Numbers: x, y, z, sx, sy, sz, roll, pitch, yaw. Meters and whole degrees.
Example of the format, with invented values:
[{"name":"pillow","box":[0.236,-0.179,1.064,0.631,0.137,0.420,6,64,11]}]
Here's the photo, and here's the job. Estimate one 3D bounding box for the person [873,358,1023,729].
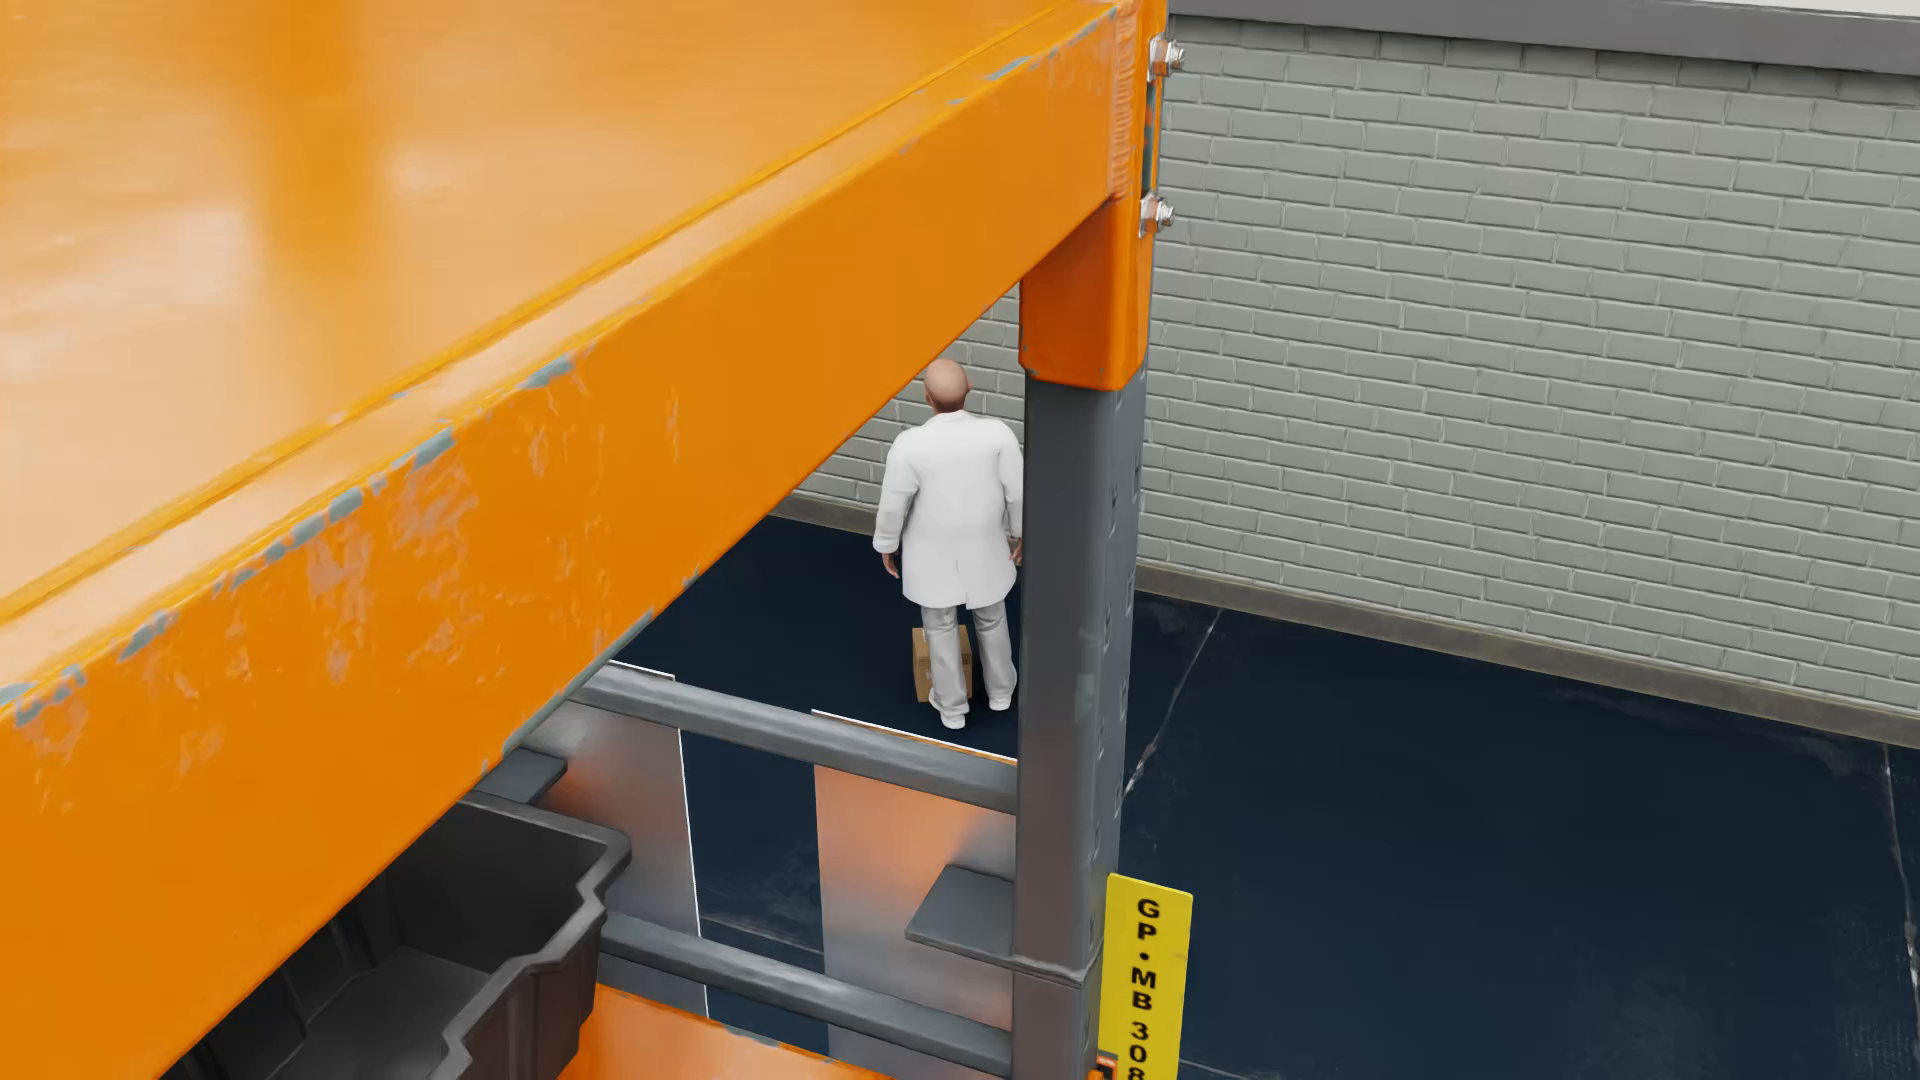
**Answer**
[{"name":"person","box":[-0.032,-0.015,7.151,0.696,1.775,0.581,-3,29,-6]}]
